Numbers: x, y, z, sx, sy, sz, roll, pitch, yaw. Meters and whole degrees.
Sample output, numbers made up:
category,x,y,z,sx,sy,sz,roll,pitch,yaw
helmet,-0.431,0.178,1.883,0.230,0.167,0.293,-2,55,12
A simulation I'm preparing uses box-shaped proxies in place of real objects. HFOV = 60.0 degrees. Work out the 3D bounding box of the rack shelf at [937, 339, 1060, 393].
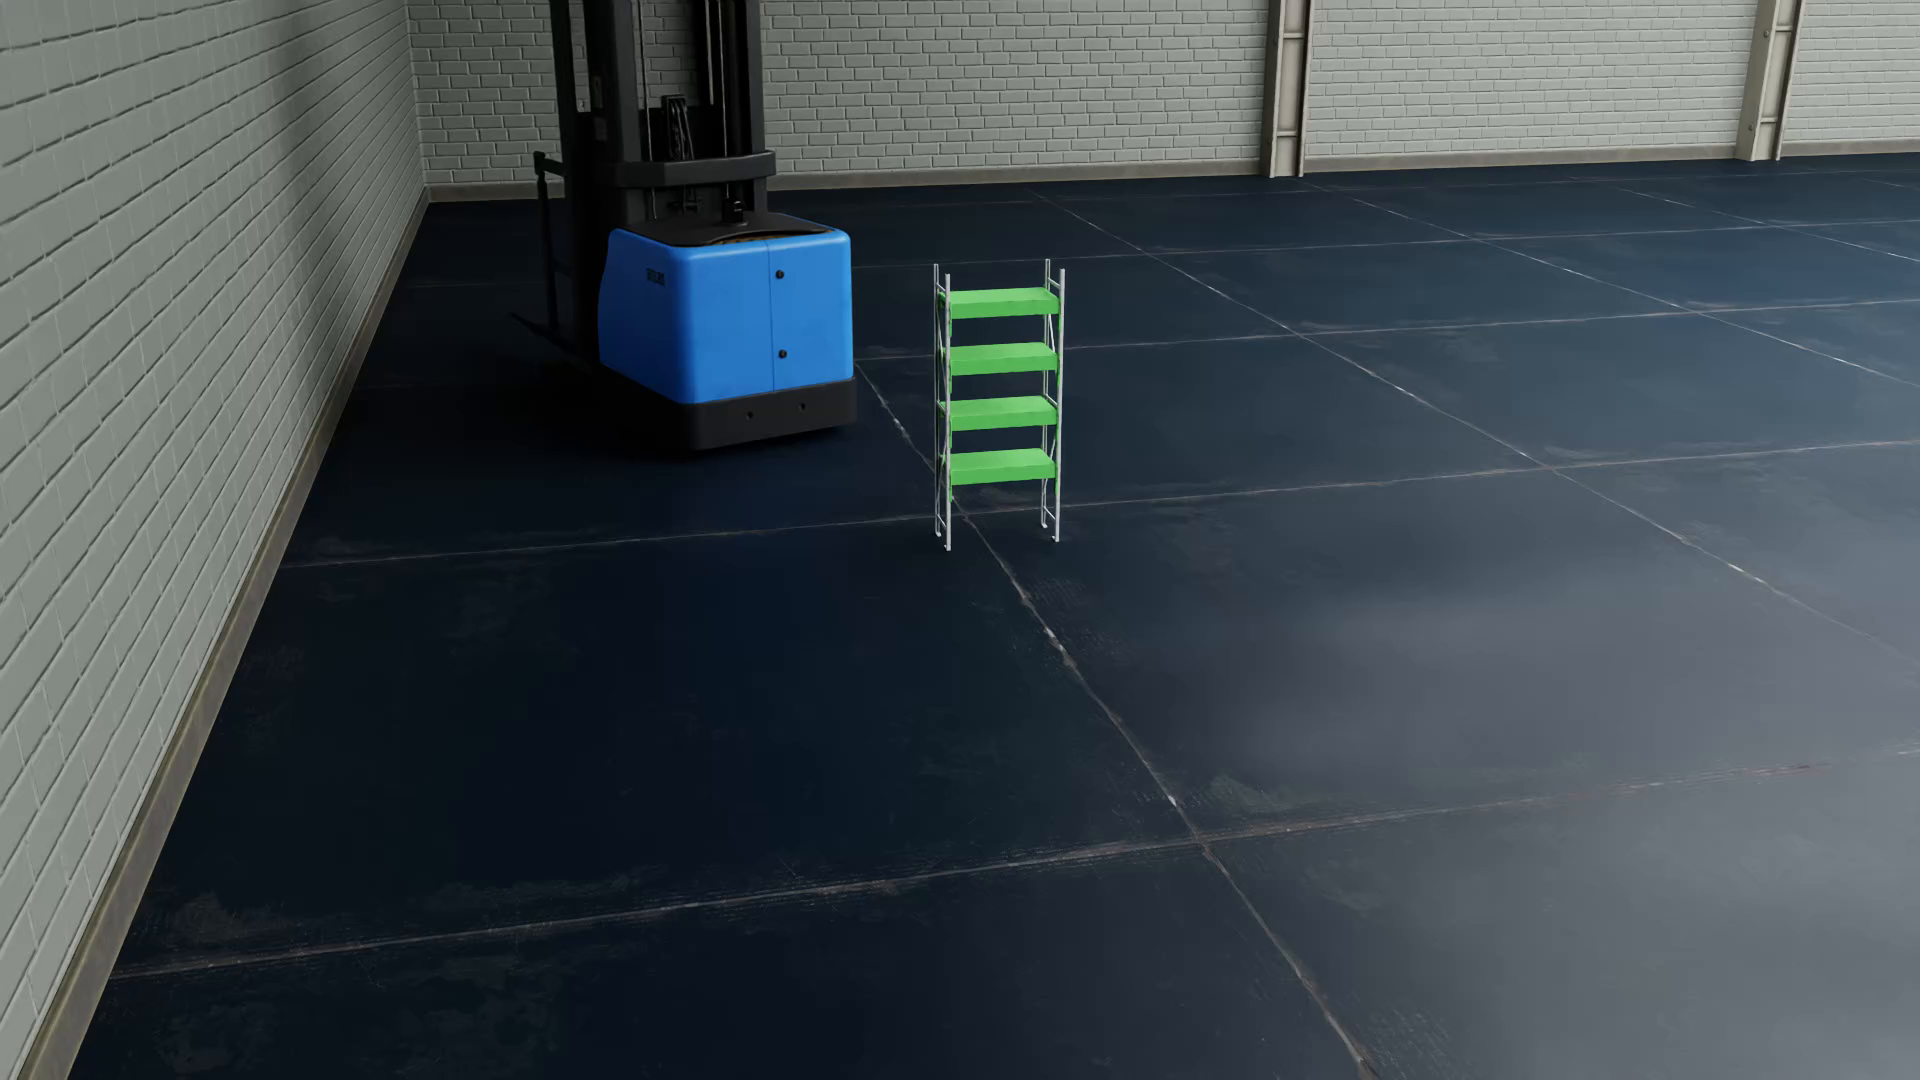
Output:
category,x,y,z,sx,sy,sz,roll,pitch,yaw
rack shelf,0.161,-0.742,7.083,0.480,0.148,0.258,-5,21,-12

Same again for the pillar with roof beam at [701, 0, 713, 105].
category,x,y,z,sx,sy,sz,roll,pitch,yaw
pillar with roof beam,-1.330,-6.312,11.462,0.400,9.000,9.100,-5,21,-12

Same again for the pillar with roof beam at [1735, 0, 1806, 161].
category,x,y,z,sx,sy,sz,roll,pitch,yaw
pillar with roof beam,10.348,-7.261,14.055,0.400,9.000,9.100,-5,21,-12

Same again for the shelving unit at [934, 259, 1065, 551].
category,x,y,z,sx,sy,sz,roll,pitch,yaw
shelving unit,0.161,-0.576,7.144,0.503,1.200,0.258,-5,21,-12

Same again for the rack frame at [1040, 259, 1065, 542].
category,x,y,z,sx,sy,sz,roll,pitch,yaw
rack frame,0.399,-0.596,7.197,0.015,1.200,0.240,-5,21,-12

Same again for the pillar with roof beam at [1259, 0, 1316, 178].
category,x,y,z,sx,sy,sz,roll,pitch,yaw
pillar with roof beam,4.509,-6.786,12.758,0.400,9.000,9.100,-5,21,-12

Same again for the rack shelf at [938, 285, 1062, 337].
category,x,y,z,sx,sy,sz,roll,pitch,yaw
rack shelf,0.161,-0.967,7.001,0.480,0.148,0.258,-5,21,-12

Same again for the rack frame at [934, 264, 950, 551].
category,x,y,z,sx,sy,sz,roll,pitch,yaw
rack frame,-0.076,-0.557,7.091,0.015,1.200,0.240,-5,21,-12

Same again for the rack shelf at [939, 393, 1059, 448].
category,x,y,z,sx,sy,sz,roll,pitch,yaw
rack shelf,0.161,-0.516,7.166,0.480,0.148,0.258,-5,21,-12

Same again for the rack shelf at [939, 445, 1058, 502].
category,x,y,z,sx,sy,sz,roll,pitch,yaw
rack shelf,0.161,-0.291,7.249,0.480,0.148,0.258,-5,21,-12

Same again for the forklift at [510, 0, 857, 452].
category,x,y,z,sx,sy,sz,roll,pitch,yaw
forklift,-1.780,-2.272,9.257,1.130,2.935,3.031,-13,24,-31
